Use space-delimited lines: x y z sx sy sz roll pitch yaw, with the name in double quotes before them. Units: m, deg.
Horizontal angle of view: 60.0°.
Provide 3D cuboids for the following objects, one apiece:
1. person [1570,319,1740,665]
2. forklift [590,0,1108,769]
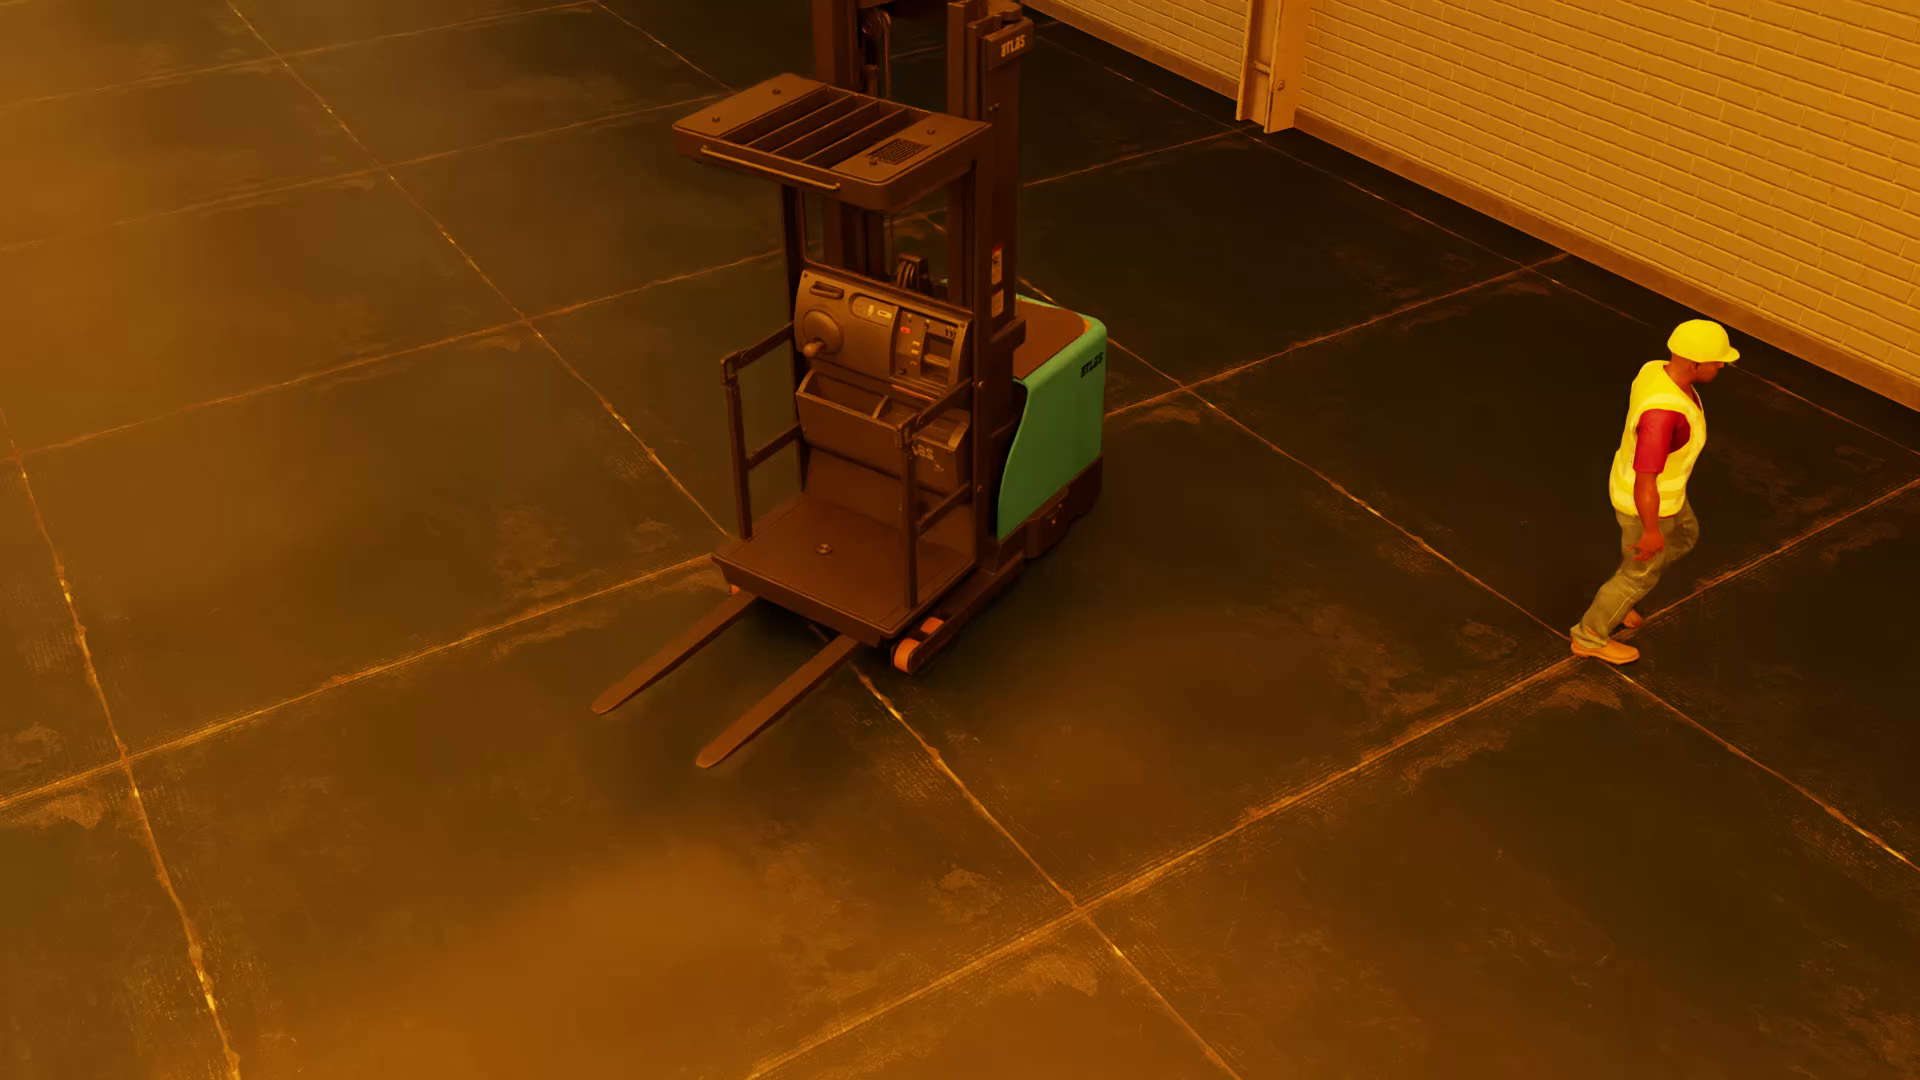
"person" 3.154 -0.193 7.472 0.483 1.765 0.687 9 36 13
"forklift" -0.484 -0.886 7.409 1.130 2.935 3.031 22 40 28
